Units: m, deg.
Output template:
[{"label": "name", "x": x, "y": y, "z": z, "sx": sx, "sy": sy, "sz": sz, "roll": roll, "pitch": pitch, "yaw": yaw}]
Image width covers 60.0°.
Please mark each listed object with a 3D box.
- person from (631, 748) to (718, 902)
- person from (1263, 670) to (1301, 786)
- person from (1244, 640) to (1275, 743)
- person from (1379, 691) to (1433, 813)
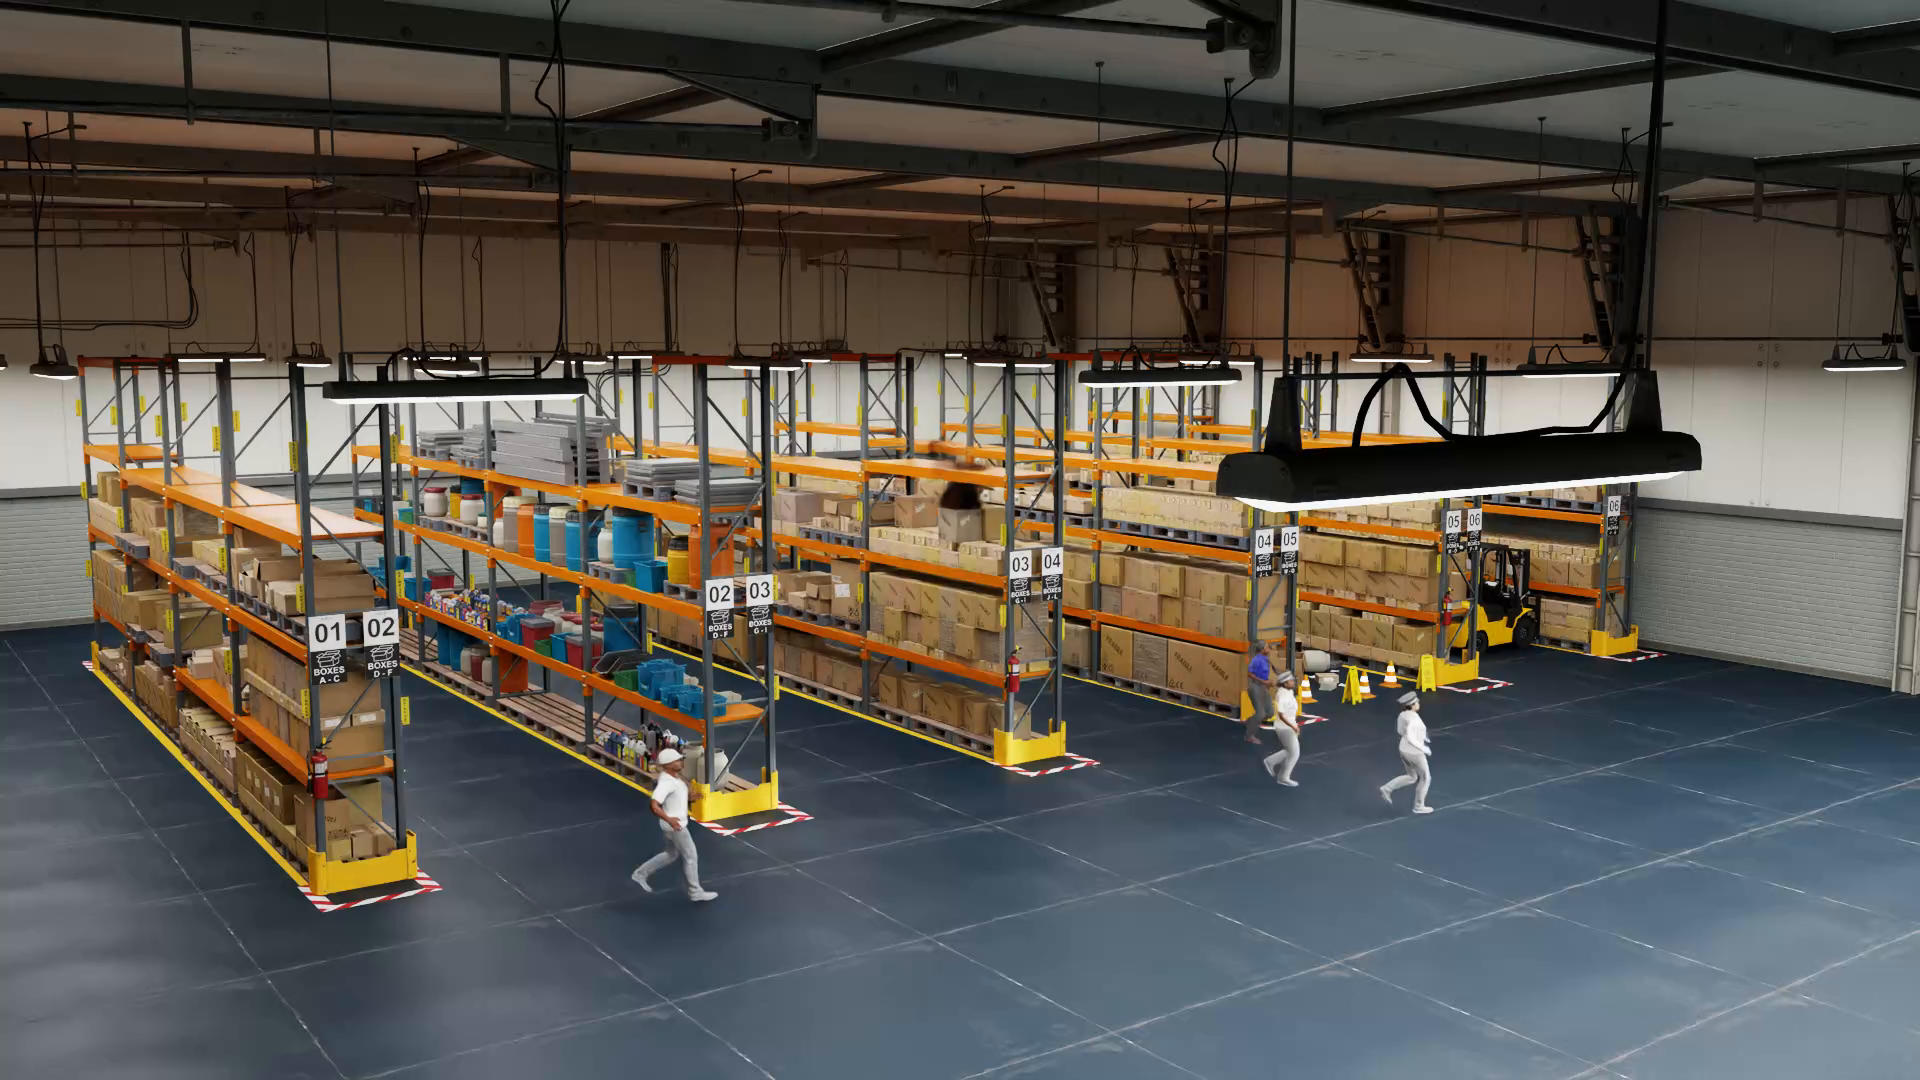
[{"label": "person", "x": -3.222, "y": 3.195, "z": 18.649, "sx": 0.963, "sy": 1.745, "sz": 0.711, "roll": -1, "pitch": 7, "yaw": -11}, {"label": "person", "x": 4.575, "y": 2.661, "z": 23.605, "sx": 0.528, "sy": 1.672, "sz": 0.575, "roll": 1, "pitch": 7, "yaw": 7}, {"label": "person", "x": 4.748, "y": 2.376, "z": 26.269, "sx": 0.530, "sy": 1.585, "sz": 0.580, "roll": 5, "pitch": 8, "yaw": 34}, {"label": "person", "x": 5.982, "y": 2.829, "z": 22.145, "sx": 0.718, "sy": 1.653, "sz": 0.621, "roll": -1, "pitch": 7, "yaw": -7}]
